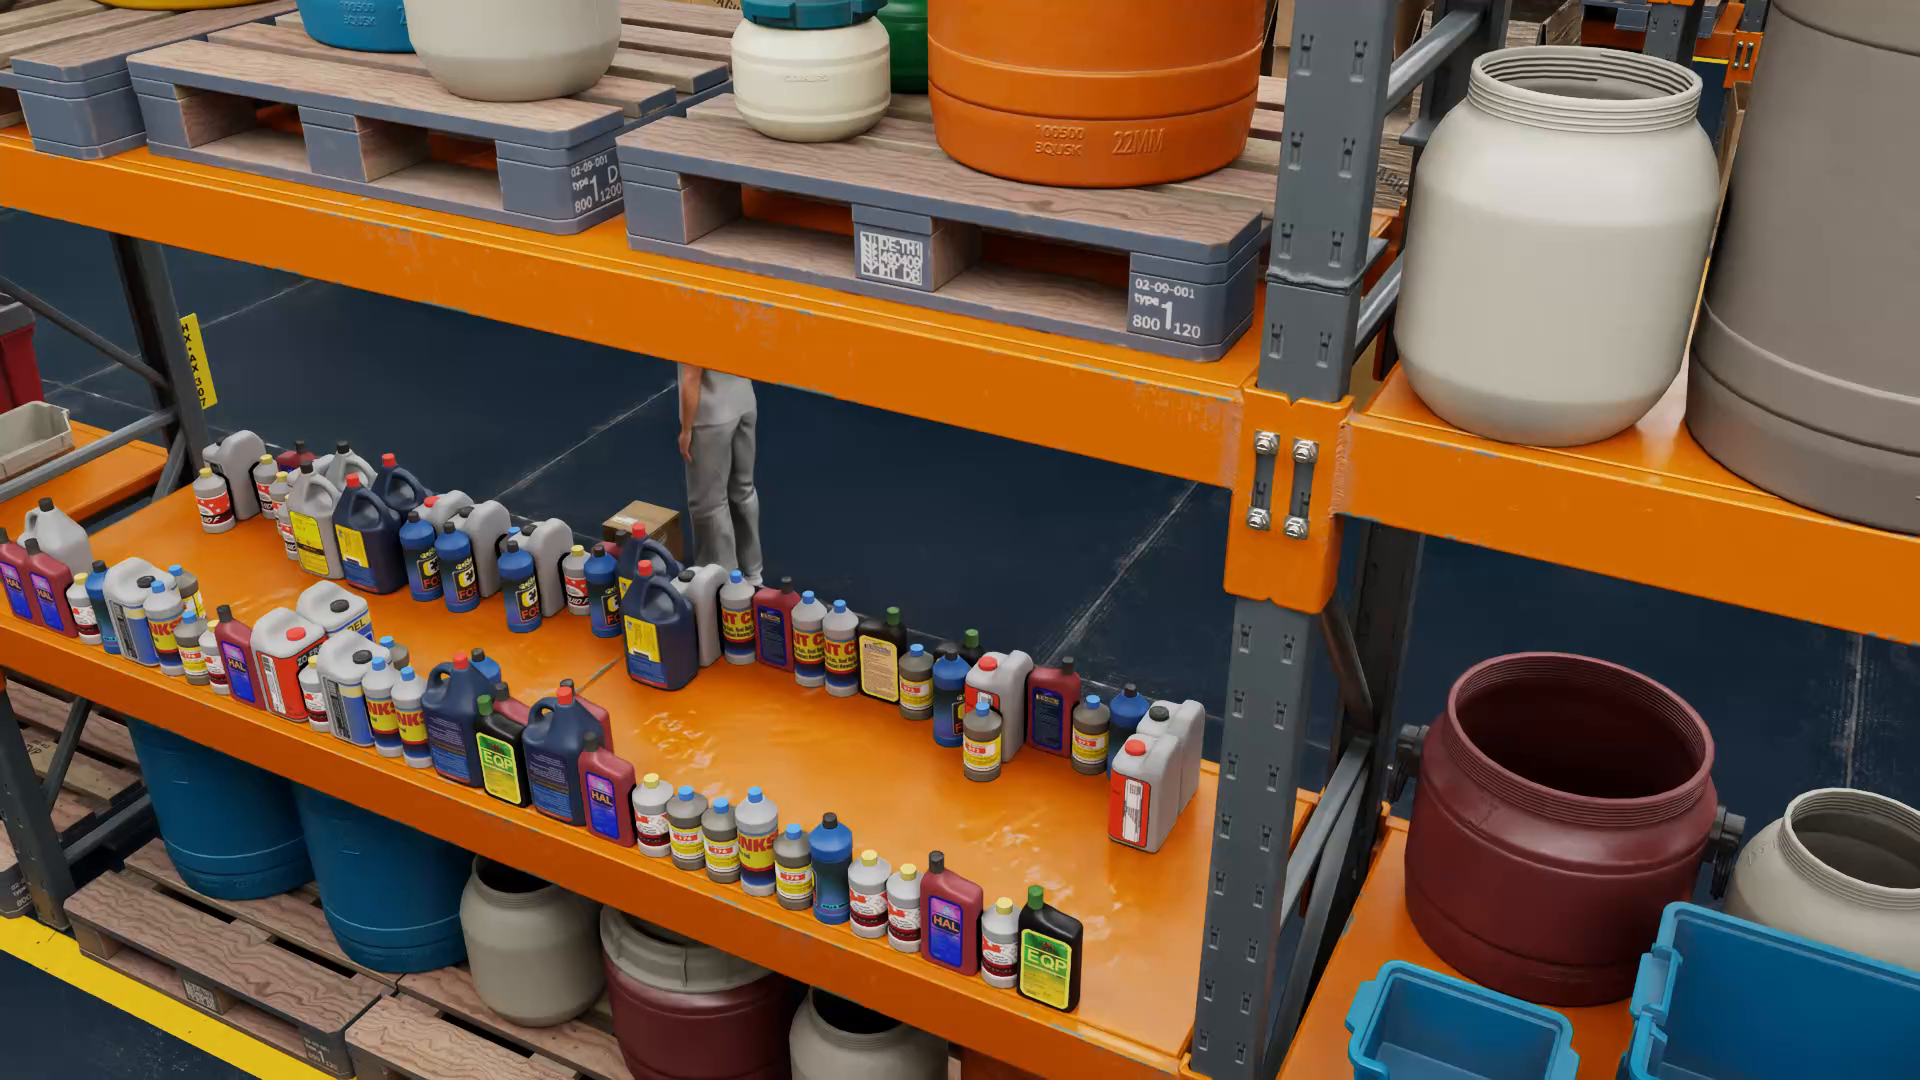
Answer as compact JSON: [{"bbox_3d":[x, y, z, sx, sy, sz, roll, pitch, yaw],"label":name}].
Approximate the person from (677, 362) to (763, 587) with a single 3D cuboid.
[{"bbox_3d":[-1.022,-0.502,6.989,0.392,1.700,0.496,15,33,24],"label":"person"}]
